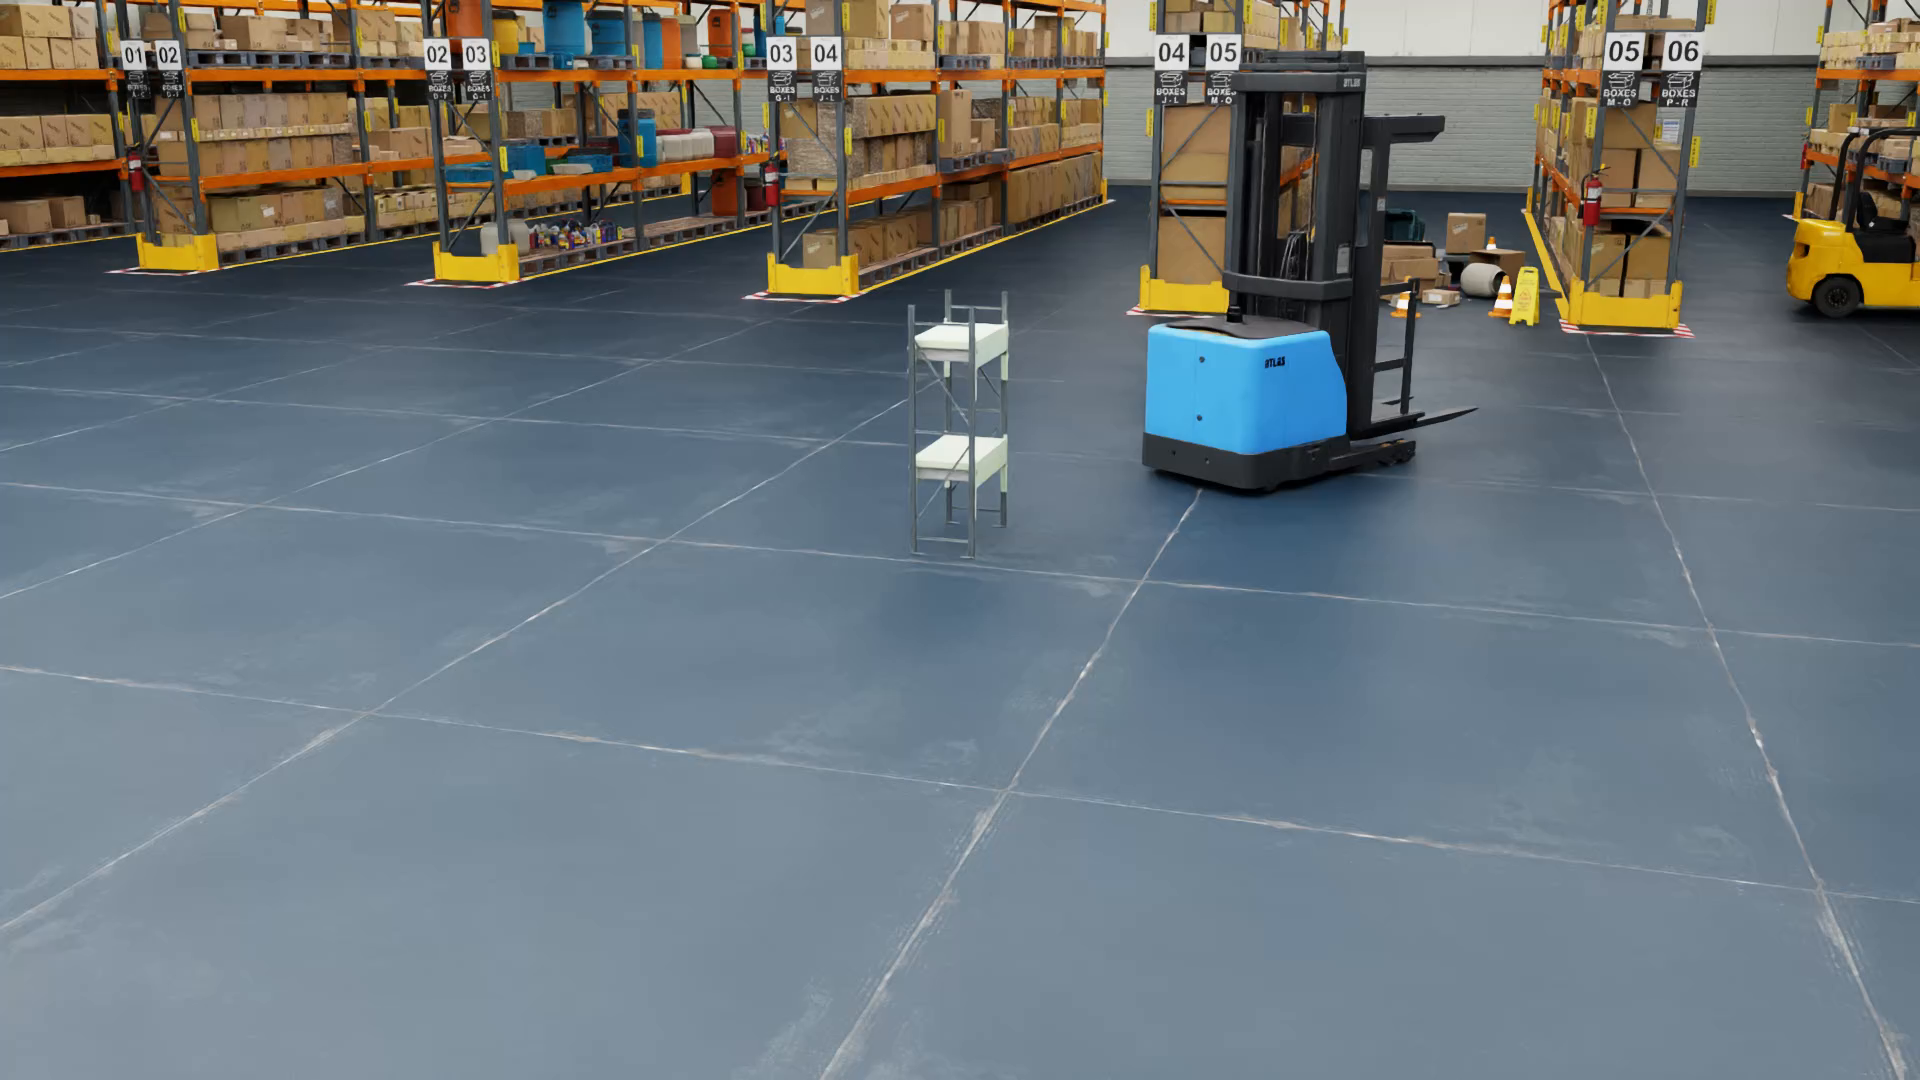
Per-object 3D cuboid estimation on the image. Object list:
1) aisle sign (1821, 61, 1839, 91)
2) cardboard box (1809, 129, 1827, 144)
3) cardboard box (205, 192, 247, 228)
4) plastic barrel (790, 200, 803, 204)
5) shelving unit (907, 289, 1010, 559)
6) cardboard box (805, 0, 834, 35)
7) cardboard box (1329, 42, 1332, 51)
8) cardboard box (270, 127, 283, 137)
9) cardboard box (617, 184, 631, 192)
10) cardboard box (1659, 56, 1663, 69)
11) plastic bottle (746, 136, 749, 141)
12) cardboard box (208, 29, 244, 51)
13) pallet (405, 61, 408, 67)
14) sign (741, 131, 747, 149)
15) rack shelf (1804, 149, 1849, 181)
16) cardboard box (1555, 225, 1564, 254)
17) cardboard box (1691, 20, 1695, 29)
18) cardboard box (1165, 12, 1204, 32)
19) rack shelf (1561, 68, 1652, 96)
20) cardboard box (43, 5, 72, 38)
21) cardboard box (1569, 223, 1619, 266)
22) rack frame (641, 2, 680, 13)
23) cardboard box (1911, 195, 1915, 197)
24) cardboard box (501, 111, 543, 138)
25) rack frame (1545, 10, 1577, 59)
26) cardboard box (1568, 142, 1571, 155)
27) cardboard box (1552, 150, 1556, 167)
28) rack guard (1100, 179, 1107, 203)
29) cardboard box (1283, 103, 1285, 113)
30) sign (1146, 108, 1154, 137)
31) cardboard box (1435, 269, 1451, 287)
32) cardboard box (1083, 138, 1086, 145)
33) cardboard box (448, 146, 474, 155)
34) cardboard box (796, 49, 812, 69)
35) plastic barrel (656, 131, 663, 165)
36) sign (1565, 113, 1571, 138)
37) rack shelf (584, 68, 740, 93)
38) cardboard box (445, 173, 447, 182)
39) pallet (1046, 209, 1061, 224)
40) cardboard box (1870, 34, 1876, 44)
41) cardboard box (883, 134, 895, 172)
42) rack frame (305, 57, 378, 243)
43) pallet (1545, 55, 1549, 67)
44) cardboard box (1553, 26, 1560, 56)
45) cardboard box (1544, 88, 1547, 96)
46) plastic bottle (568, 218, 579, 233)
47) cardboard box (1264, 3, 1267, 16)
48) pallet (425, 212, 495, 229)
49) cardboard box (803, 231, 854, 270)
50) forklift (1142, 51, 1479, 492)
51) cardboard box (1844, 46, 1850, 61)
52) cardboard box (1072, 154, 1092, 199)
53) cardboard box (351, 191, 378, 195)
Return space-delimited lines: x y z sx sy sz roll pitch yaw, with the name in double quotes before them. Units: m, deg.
"aisle sign" 16.607 -8.992 31.770 0.394 0.787 0.004 5 16 16
"cardboard box" 16.482 -7.674 31.616 0.500 0.250 0.500 5 17 16
"cardboard box" -11.299 -5.102 25.716 0.500 0.500 0.500 5 16 16
"plastic barrel" -3.449 -7.242 33.441 0.600 0.901 0.708 5 16 16
"shelving unit" -0.002 -0.720 10.119 0.431 1.500 0.755 5 16 16
"cardboard box" -1.742 -6.967 22.253 0.500 0.500 0.500 5 16 16
"cardboard box" 6.711 -9.244 31.285 0.500 0.250 0.500 5 16 16
"cardboard box" -10.681 -6.284 25.616 0.380 0.149 0.250 5 17 16
"cardboard box" -7.463 -7.744 36.522 0.380 0.166 0.250 5 16 16
"cardboard box" 7.968 -5.282 18.419 0.380 0.149 0.250 5 16 16
"plastic bottle" -4.080 -7.644 32.017 0.097 0.271 0.097 0 16 0
"cardboard box" -11.204 -7.573 25.171 0.500 0.311 0.500 7 17 22
"pallet" -12.534 -10.572 36.772 1.003 0.211 1.213 5 16 16
"sign" -3.885 -7.182 29.853 0.100 0.325 0.005 5 16 16
"rack shelf" 16.301 -6.831 30.235 1.077 0.370 4.000 5 16 16
"cardboard box" 9.242 -4.391 24.358 0.950 0.372 0.625 5 17 18
"cardboard box" 8.188 -5.869 19.027 0.380 0.149 0.250 5 16 16
"cardboard box" 2.659 -6.170 19.864 0.500 0.250 0.500 5 17 17
"rack shelf" 9.267 -6.565 23.800 1.077 0.370 4.000 5 16 16
"cardboard box" -15.079 -8.550 27.429 0.500 0.500 0.500 6 17 19
"cardboard box" 7.835 -3.637 20.548 0.500 0.500 0.500 4 16 15
"rack frame" -6.889 -12.508 37.937 1.000 3.000 0.127 5 16 16
"cardboard box" 15.476 -5.441 26.638 0.380 0.149 0.250 4 16 14
"cardboard box" -8.649 -8.177 32.709 0.700 0.500 0.500 8 18 26
"rack frame" 12.109 -10.971 32.516 1.000 3.000 0.127 5 16 16
"cardboard box" 8.750 -5.607 23.101 0.500 0.500 0.500 5 17 16
"cardboard box" 9.730 -6.072 26.514 0.500 0.250 0.500 4 16 14
"rack guard" 2.614 -7.657 36.407 1.175 0.500 0.348 5 16 16
"cardboard box" 4.638 -6.494 25.714 0.700 0.500 0.500 4 16 15
"sign" 2.271 -4.973 19.808 0.100 0.325 0.005 5 16 16
"cardboard box" 6.409 -3.583 22.475 0.258 0.266 0.396 -7 17 -23
"cardboard box" 2.387 -8.213 34.250 0.380 0.149 0.250 5 17 17
"cardboard box" -9.153 -7.151 30.506 0.380 0.149 0.250 5 16 16
"cardboard box" -2.046 -6.184 21.411 0.500 0.250 0.500 5 17 17
"plastic barrel" -5.069 -6.396 27.134 0.433 0.535 0.433 0 16 0
"sign" 8.166 -5.544 22.257 0.100 0.325 0.005 5 16 16
"rack shelf" -4.983 -7.718 27.863 1.077 0.370 4.000 5 16 16
"cardboard box" -12.172 -8.411 38.298 0.700 0.500 0.500 5 17 17
"pallet" 1.324 -6.257 32.003 1.003 0.211 1.213 5 16 16
"cardboard box" 15.107 -8.187 27.162 0.380 0.149 0.250 4 16 15
"cardboard box" -1.393 -5.397 23.133 0.875 0.500 0.500 5 16 16
"rack frame" -10.299 -6.483 27.687 1.000 3.000 0.127 5 16 16
"pallet" 11.908 -9.290 32.250 1.003 0.211 1.213 5 16 16
"cardboard box" 10.444 -8.523 28.431 0.500 0.500 0.500 4 16 15
"cardboard box" 11.495 -8.651 32.127 0.380 0.149 0.250 4 16 14
"plastic bottle" -6.040 -4.845 25.961 0.144 0.351 0.185 5 16 16
"cardboard box" 3.695 -6.741 21.146 0.380 0.149 0.250 5 17 17
"pallet" -9.434 -5.975 31.009 1.003 0.211 1.213 5 16 16
"cardboard box" -1.746 -3.828 22.141 0.500 0.500 0.500 8 18 26
"forklift" 2.763 -2.053 12.195 3.031 2.935 1.130 -13 20 -39
"cardboard box" 15.924 -8.584 29.327 0.500 0.250 0.500 5 17 17
"cardboard box" 2.244 -7.621 34.825 0.875 0.875 0.875 5 16 16
"cardboard box" -10.317 -5.896 28.862 0.500 0.311 0.500 5 17 17
